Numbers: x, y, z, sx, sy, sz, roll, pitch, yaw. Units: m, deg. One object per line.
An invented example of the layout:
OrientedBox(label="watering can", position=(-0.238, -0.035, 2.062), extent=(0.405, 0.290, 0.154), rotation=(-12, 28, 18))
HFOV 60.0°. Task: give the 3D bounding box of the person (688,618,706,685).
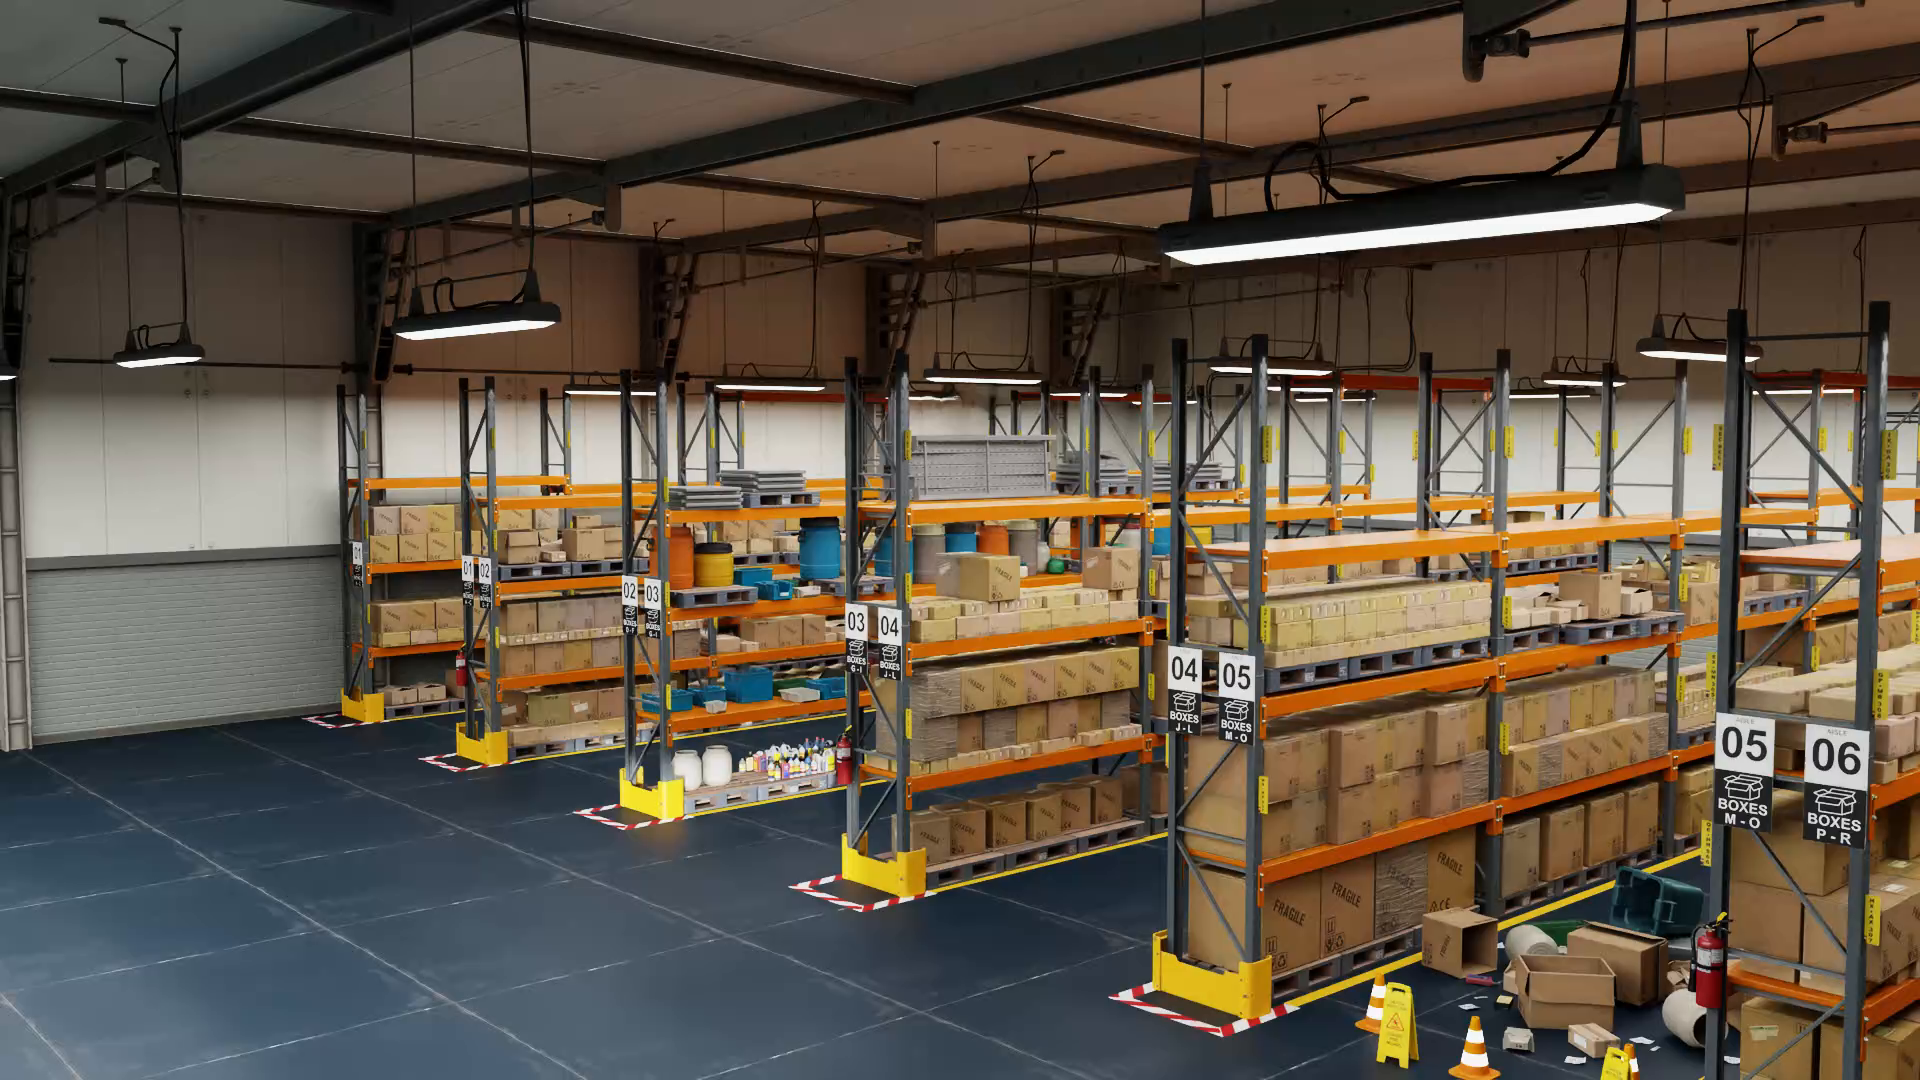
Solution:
OrientedBox(label="person", position=(-5.069, 2.237, 31.854), extent=(0.574, 1.663, 0.624), rotation=(3, 5, 43))

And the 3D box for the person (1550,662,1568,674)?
OrientedBox(label="person", position=(9.518, 2.636, 26.306), extent=(0.655, 1.630, 0.611), rotation=(-3, 5, -35))
